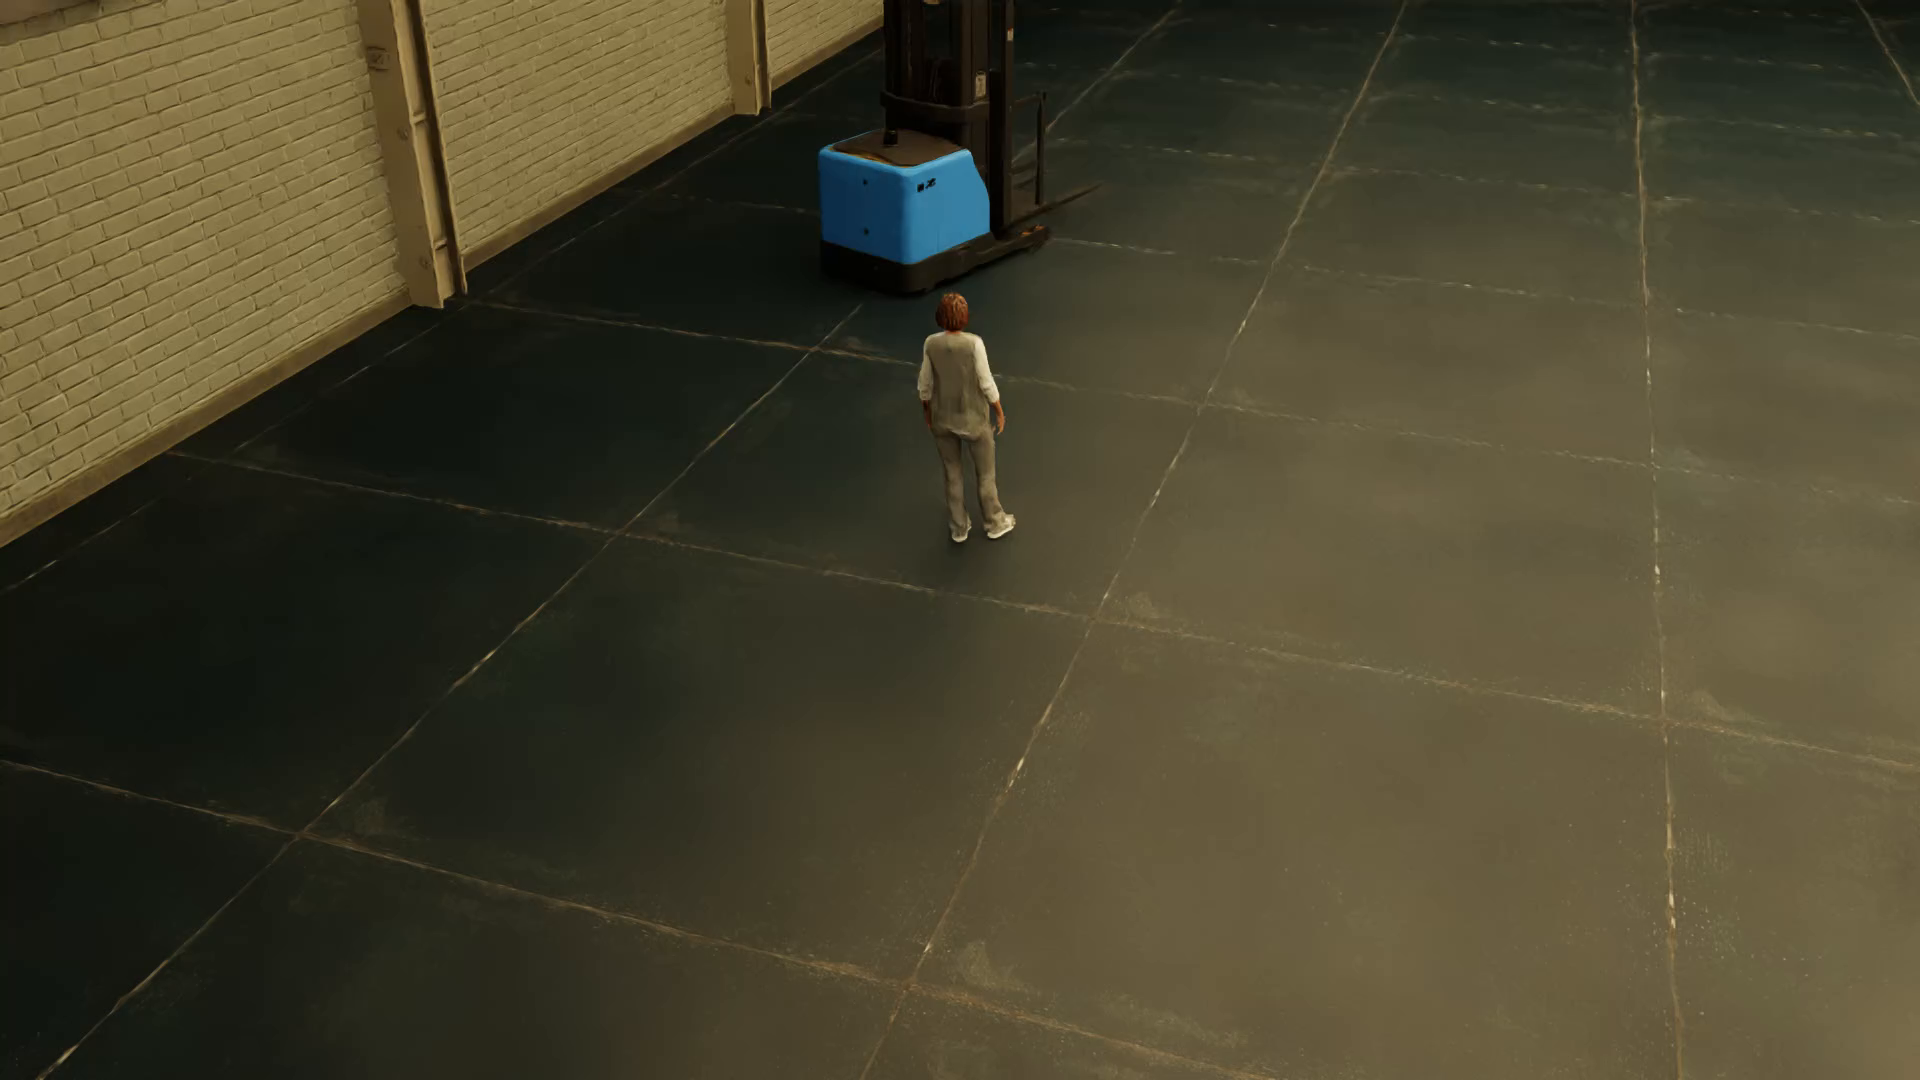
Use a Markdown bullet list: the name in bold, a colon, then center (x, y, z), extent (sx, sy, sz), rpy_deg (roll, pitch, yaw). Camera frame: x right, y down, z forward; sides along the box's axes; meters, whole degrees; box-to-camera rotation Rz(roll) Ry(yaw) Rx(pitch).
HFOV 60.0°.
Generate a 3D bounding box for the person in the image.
- **person**: center (0.037, -0.732, 9.754), extent (0.521, 1.597, 0.474), rpy_deg (10, 31, 16)

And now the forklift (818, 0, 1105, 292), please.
- **forklift**: center (0.142, -3.944, 14.055), extent (1.130, 2.935, 3.031), rpy_deg (22, 36, 33)
